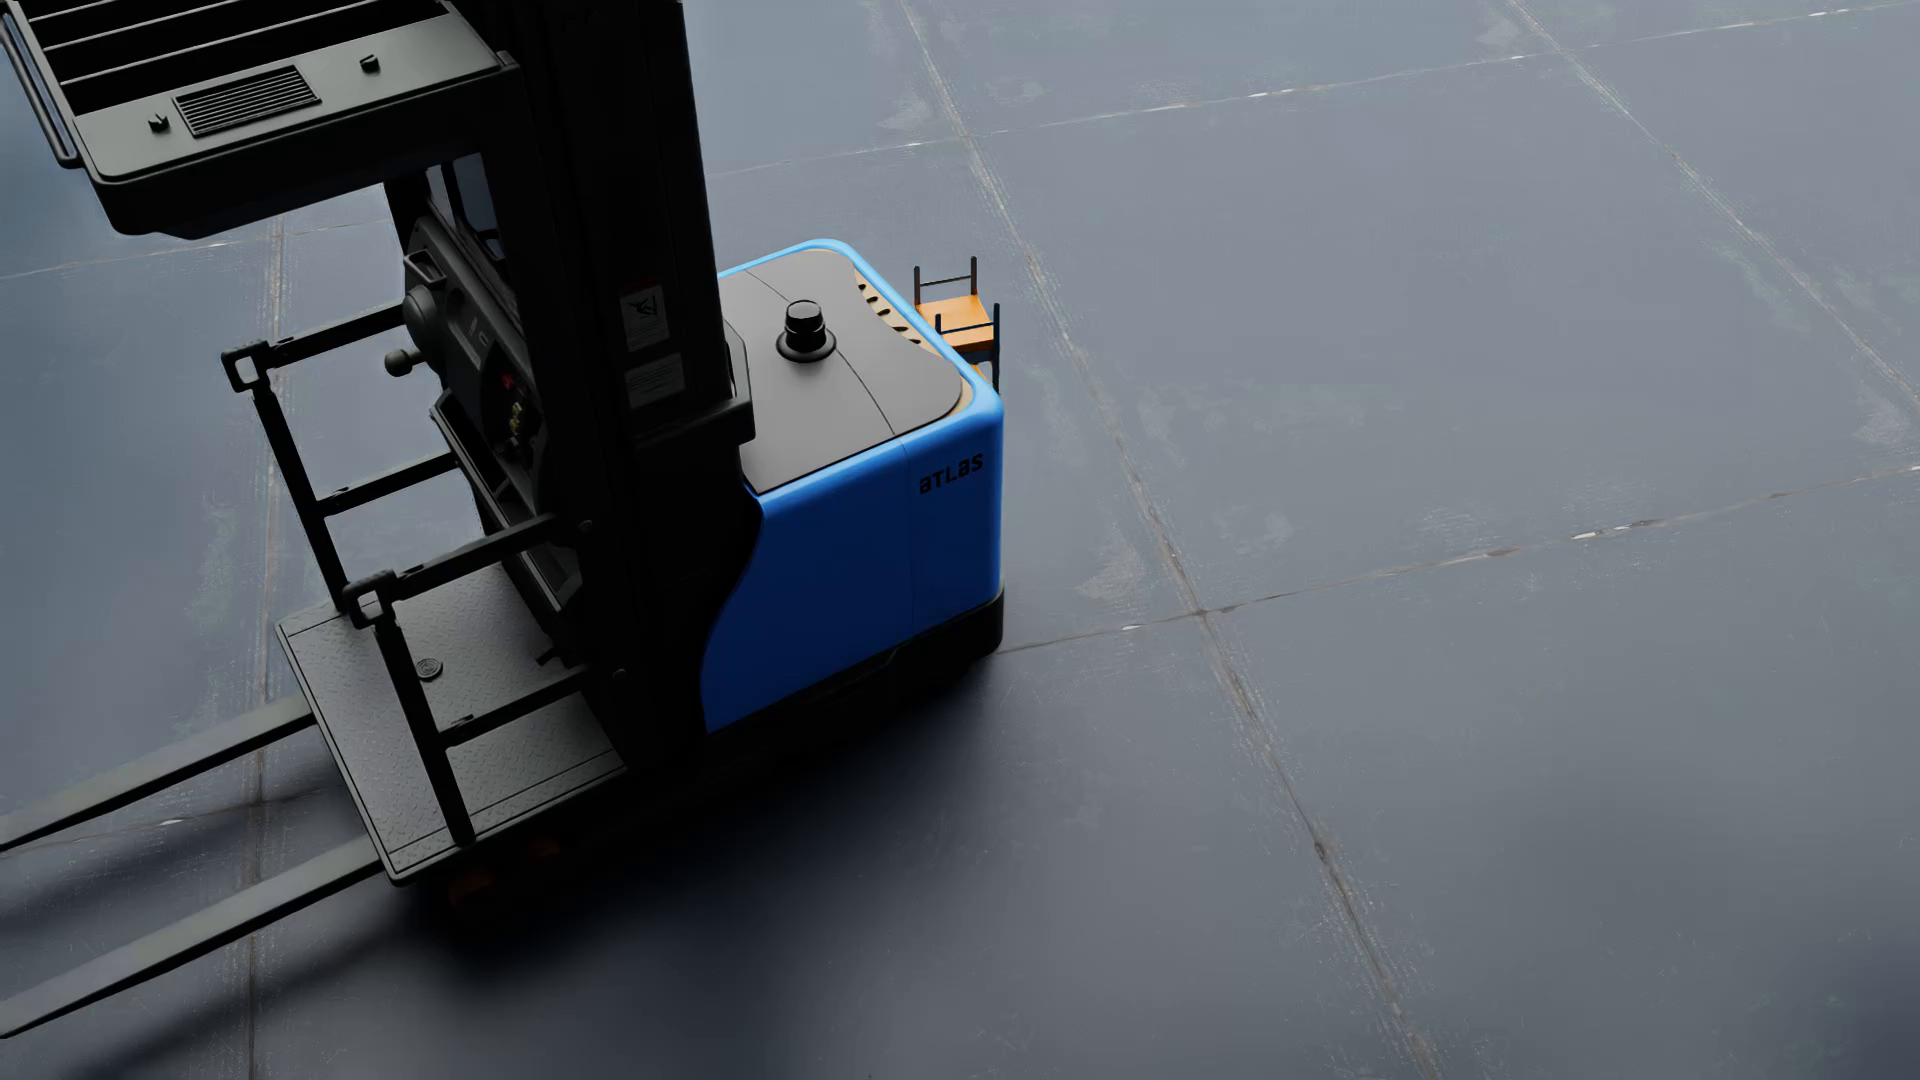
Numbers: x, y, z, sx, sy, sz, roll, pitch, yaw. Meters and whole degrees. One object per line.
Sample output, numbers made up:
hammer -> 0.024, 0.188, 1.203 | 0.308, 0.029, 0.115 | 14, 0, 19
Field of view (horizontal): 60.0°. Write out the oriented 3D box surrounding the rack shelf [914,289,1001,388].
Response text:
rack shelf -> -0.011, -0.597, 5.217 | 0.215, 0.259, 0.240 | -12, 47, -11

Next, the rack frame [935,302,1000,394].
rack frame -> 0.023, -0.322, 5.330 | 0.200, 1.050, 0.008 | -12, 47, -11

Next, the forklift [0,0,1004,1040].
forklift -> -1.380, -0.384, 4.074 | 3.031, 2.935, 1.130 | -24, 50, -22

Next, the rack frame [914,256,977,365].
rack frame -> -0.045, -0.490, 5.494 | 0.200, 1.050, 0.008 | -12, 47, -11

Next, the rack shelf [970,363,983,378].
rack shelf -> -0.011, -0.399, 5.420 | 0.215, 0.259, 0.240 | -12, 47, -11

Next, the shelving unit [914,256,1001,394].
shelving unit -> -0.011, -0.406, 5.412 | 0.215, 1.050, 0.252 | -12, 47, -11
